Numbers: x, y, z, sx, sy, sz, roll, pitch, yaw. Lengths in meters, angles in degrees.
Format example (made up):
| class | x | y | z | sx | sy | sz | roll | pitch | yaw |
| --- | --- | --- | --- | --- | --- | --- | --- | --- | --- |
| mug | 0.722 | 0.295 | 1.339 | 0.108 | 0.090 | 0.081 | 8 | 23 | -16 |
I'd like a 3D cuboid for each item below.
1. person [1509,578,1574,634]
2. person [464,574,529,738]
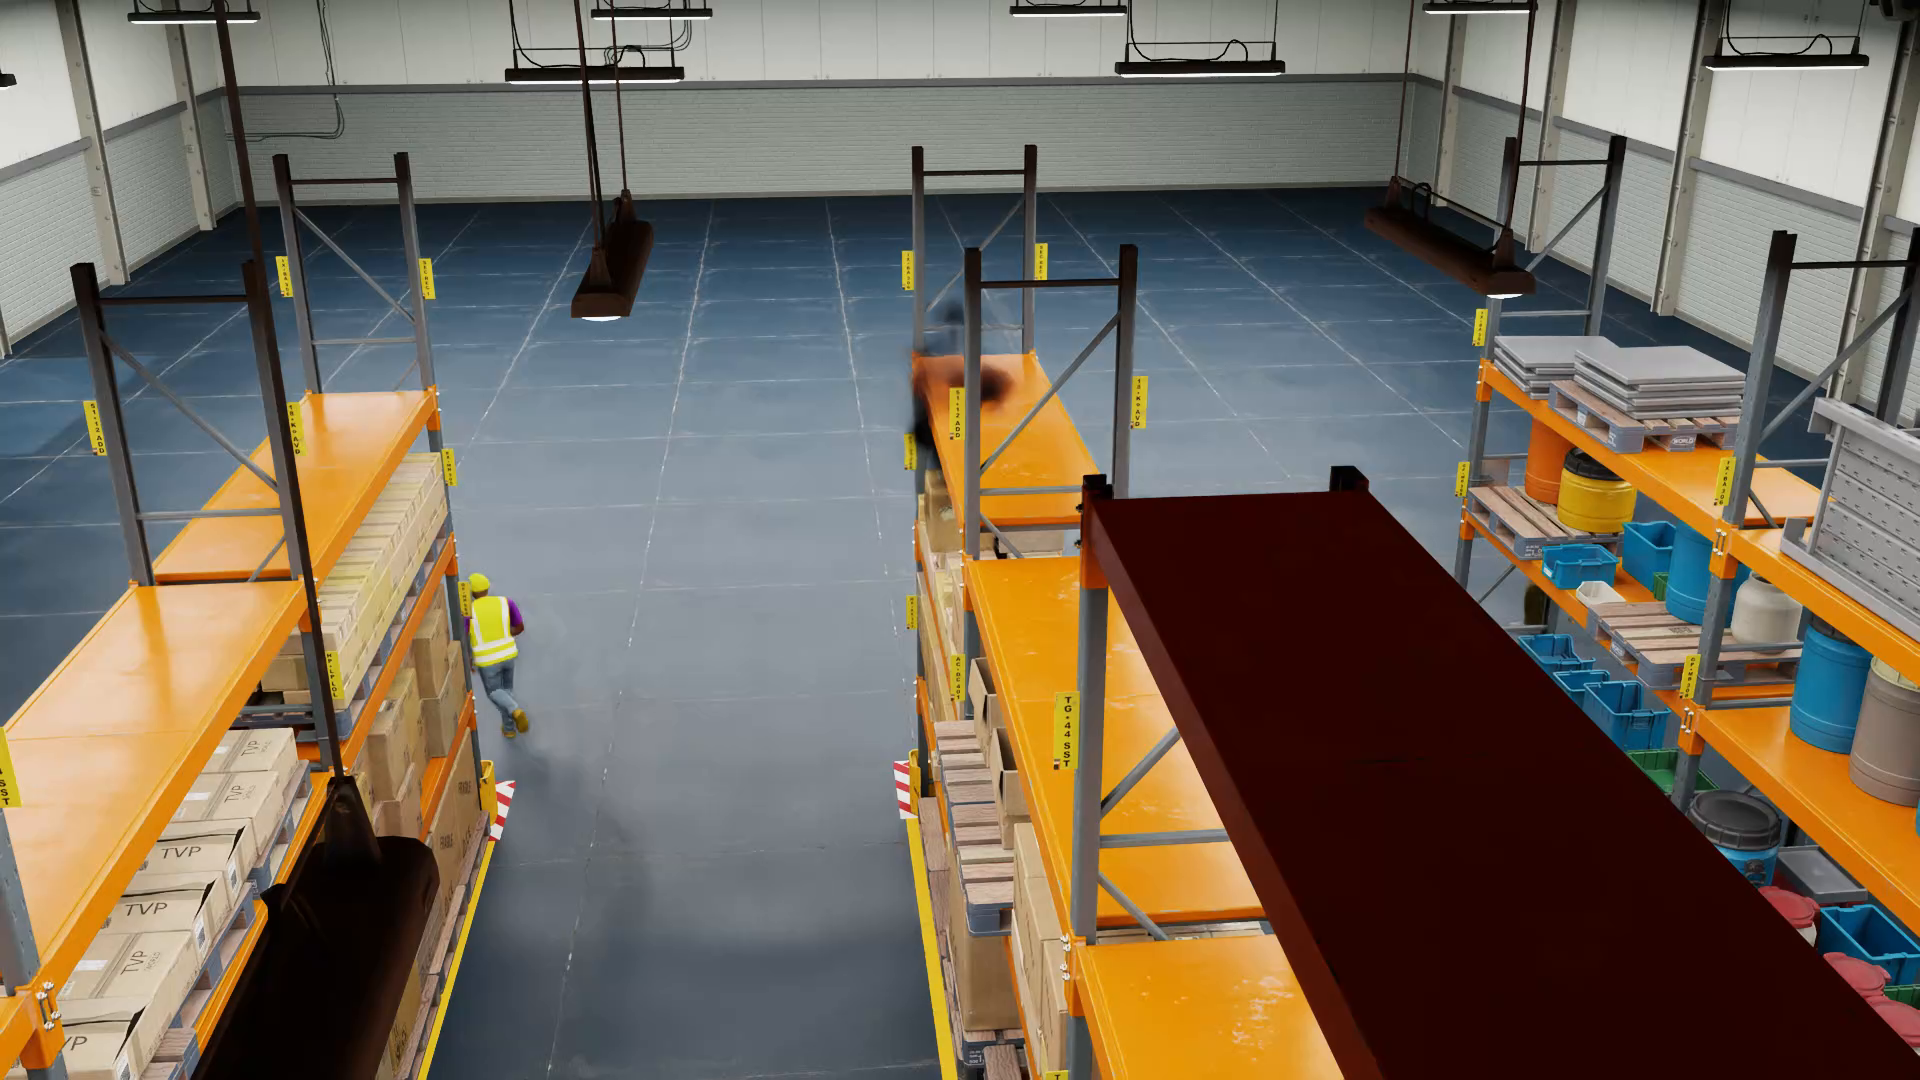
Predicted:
| class | x | y | z | sx | sy | sz | roll | pitch | yaw |
| --- | --- | --- | --- | --- | --- | --- | --- | --- | --- |
| person | 6.678 | 0.278 | 18.617 | 0.825 | 1.737 | 0.726 | 8 | 23 | 18 |
| person | -4.593 | 1.196 | 16.410 | 0.718 | 1.672 | 0.869 | -15 | 26 | -34 |
